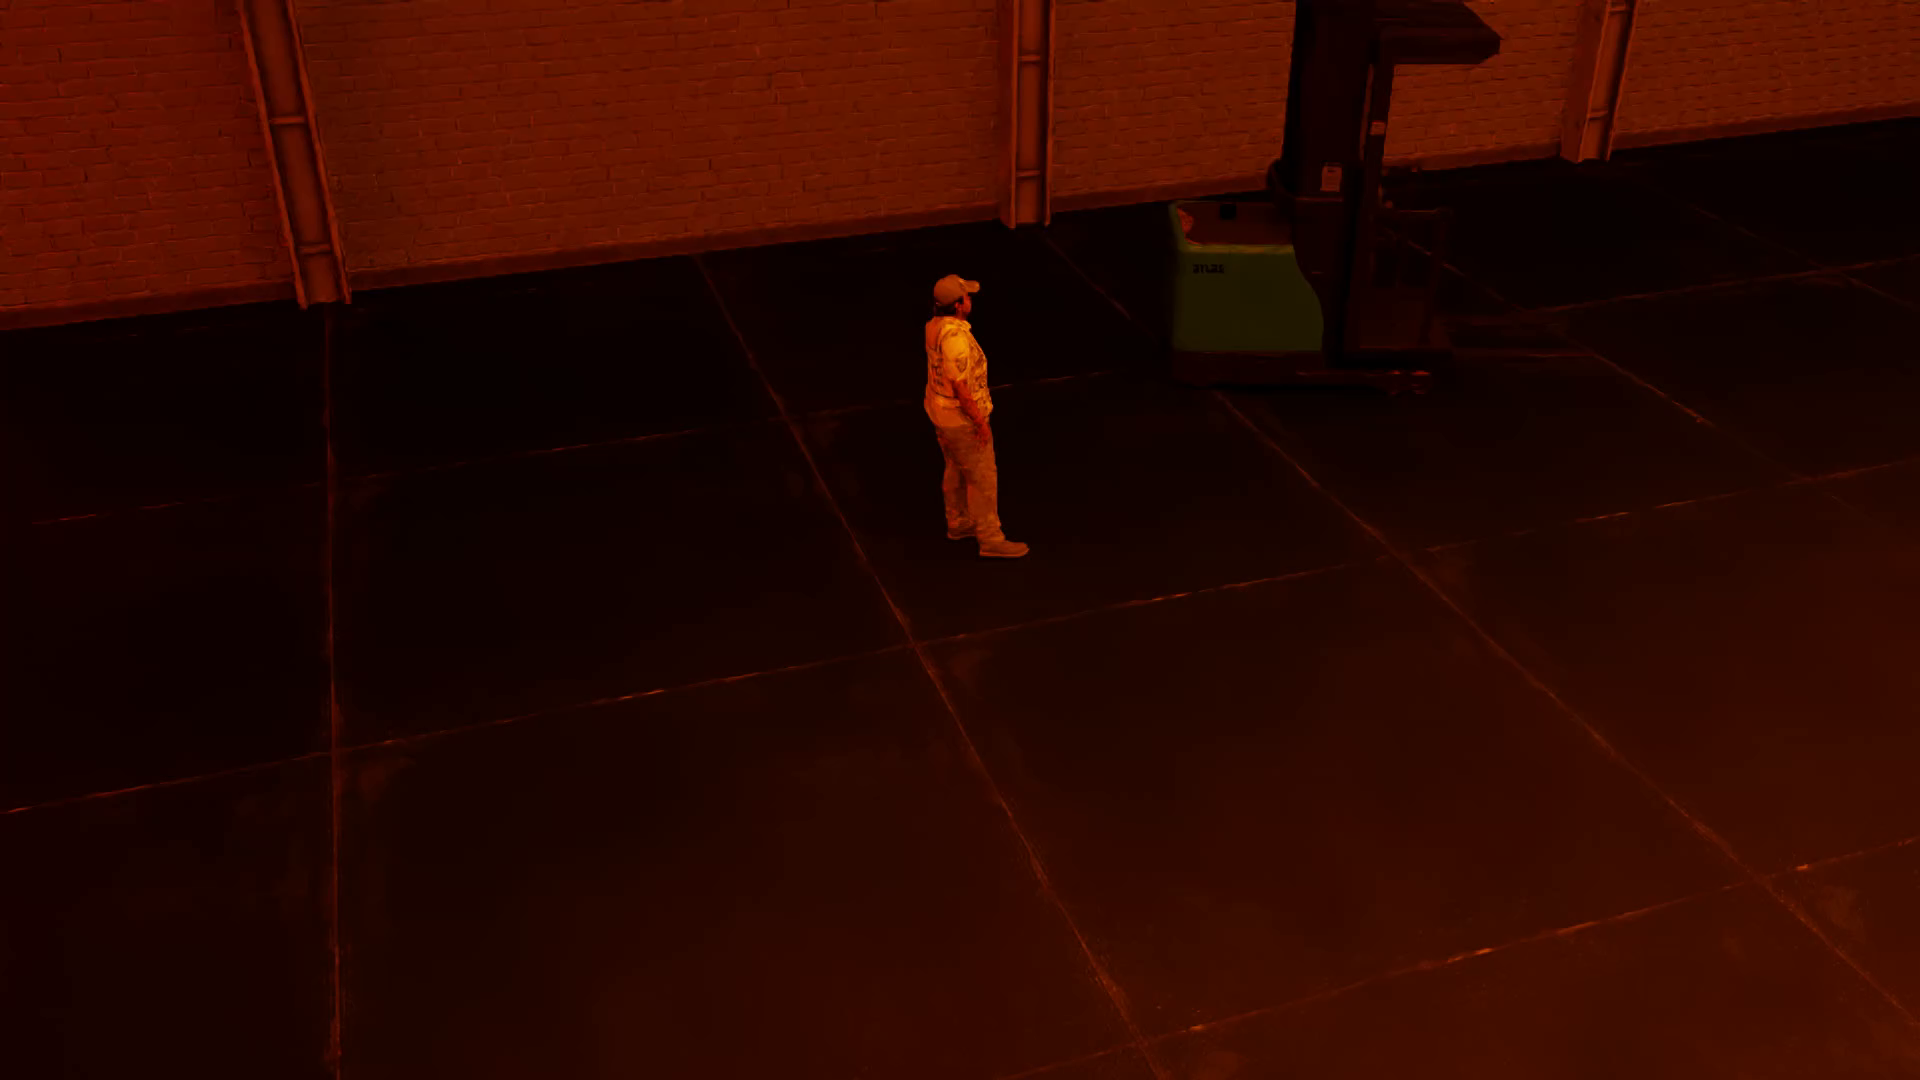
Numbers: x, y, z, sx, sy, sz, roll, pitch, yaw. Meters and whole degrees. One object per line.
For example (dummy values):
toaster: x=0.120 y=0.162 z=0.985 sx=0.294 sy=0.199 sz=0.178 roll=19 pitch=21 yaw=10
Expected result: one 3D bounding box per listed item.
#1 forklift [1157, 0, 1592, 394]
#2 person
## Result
forklift: x=3.006 y=-2.579 z=11.569 sx=3.031 sy=2.935 sz=1.130 roll=1 pitch=30 yaw=1
person: x=0.080 y=-0.730 z=9.609 sx=0.529 sy=1.669 sz=0.598 roll=-10 pitch=31 yaw=-16
